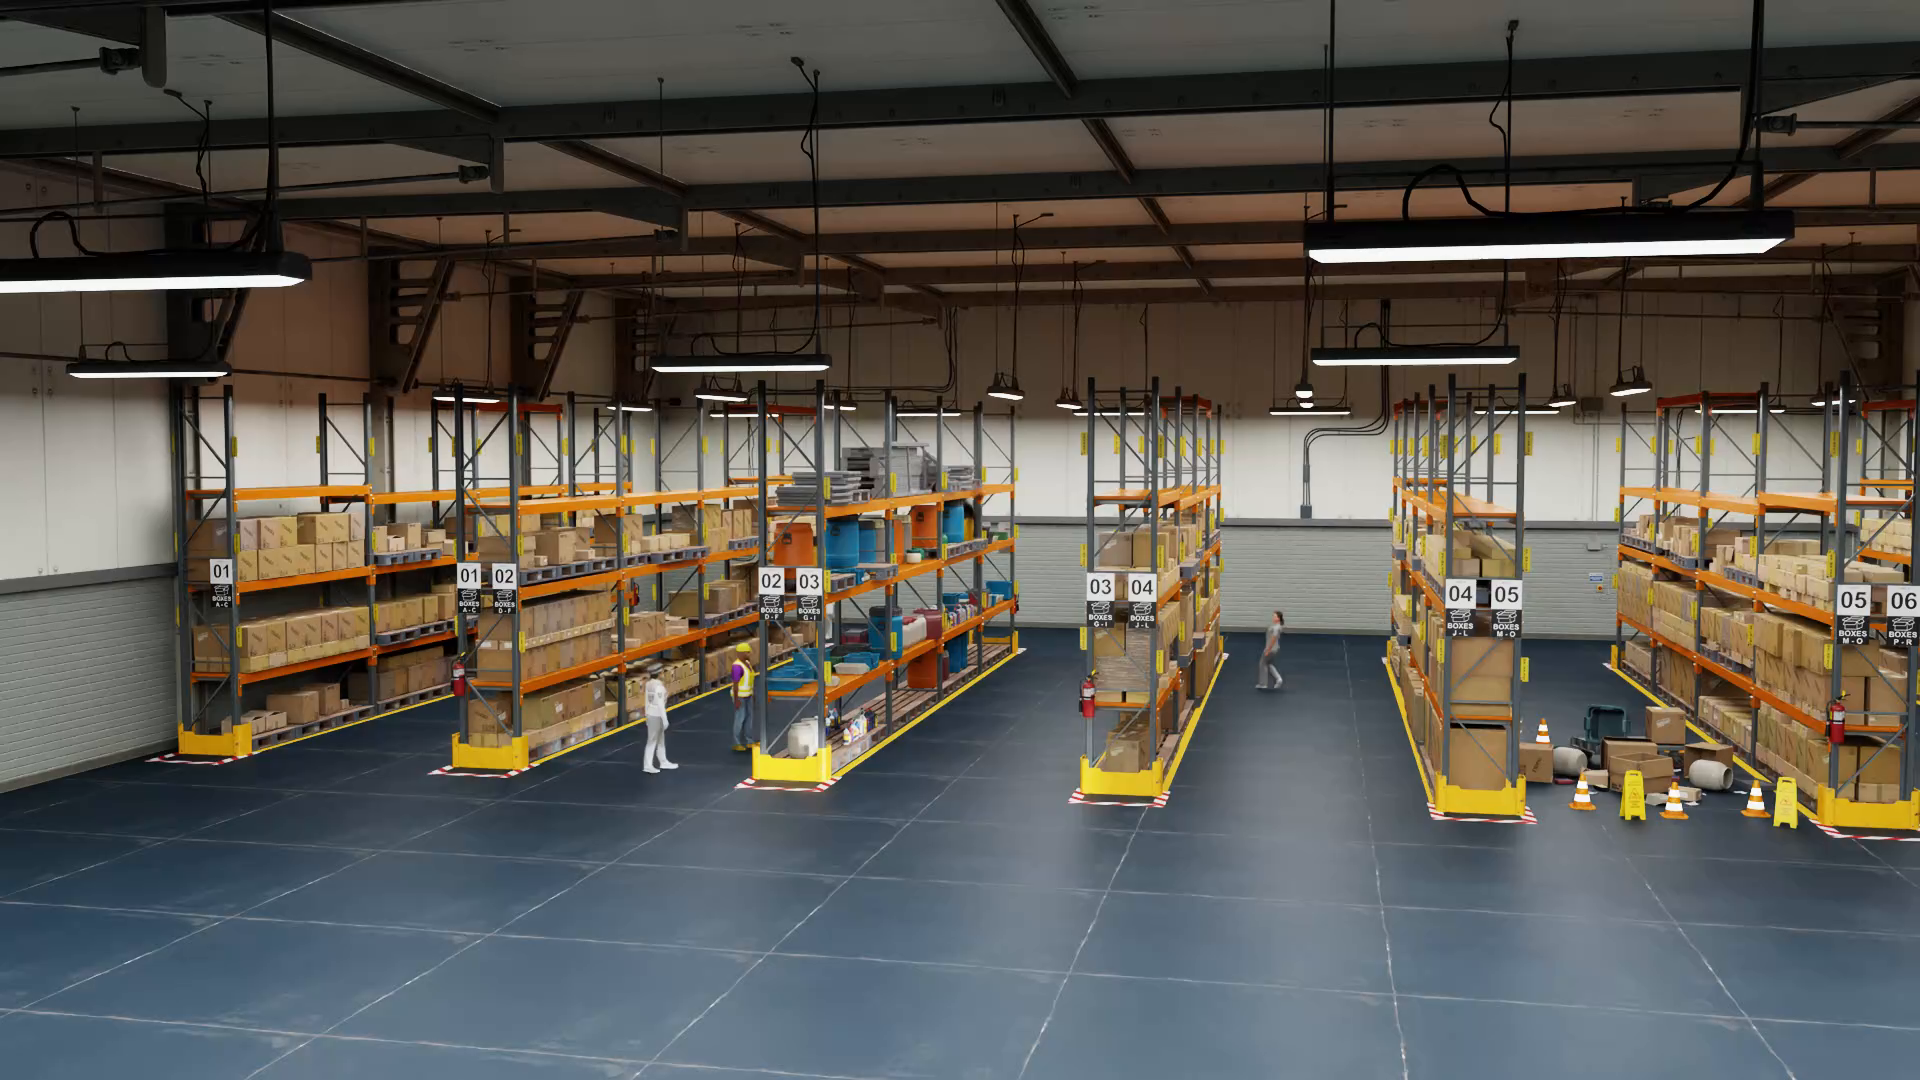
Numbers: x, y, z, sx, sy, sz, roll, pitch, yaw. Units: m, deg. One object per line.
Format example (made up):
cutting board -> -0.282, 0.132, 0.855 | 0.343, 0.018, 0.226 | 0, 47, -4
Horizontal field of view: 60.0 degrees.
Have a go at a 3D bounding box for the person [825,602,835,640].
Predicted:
person -> -3.516, 1.693, 43.232 | 0.602, 1.789, 0.435 | 0, 3, 8

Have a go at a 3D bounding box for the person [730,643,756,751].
person -> -3.535, 2.585, 27.368 | 0.456, 1.781, 0.603 | 1, 3, 18

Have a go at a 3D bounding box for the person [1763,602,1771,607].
person -> 16.801, 2.179, 34.837 | 0.598, 1.770, 0.451 | -3, 4, -41

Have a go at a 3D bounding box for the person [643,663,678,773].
person -> -4.616, 2.733, 25.644 | 0.543, 1.684, 0.521 | -1, 3, -14

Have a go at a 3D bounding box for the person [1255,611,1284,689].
person -> 6.373, 2.276, 34.365 | 0.626, 1.633, 0.481 | 2, 4, 29
